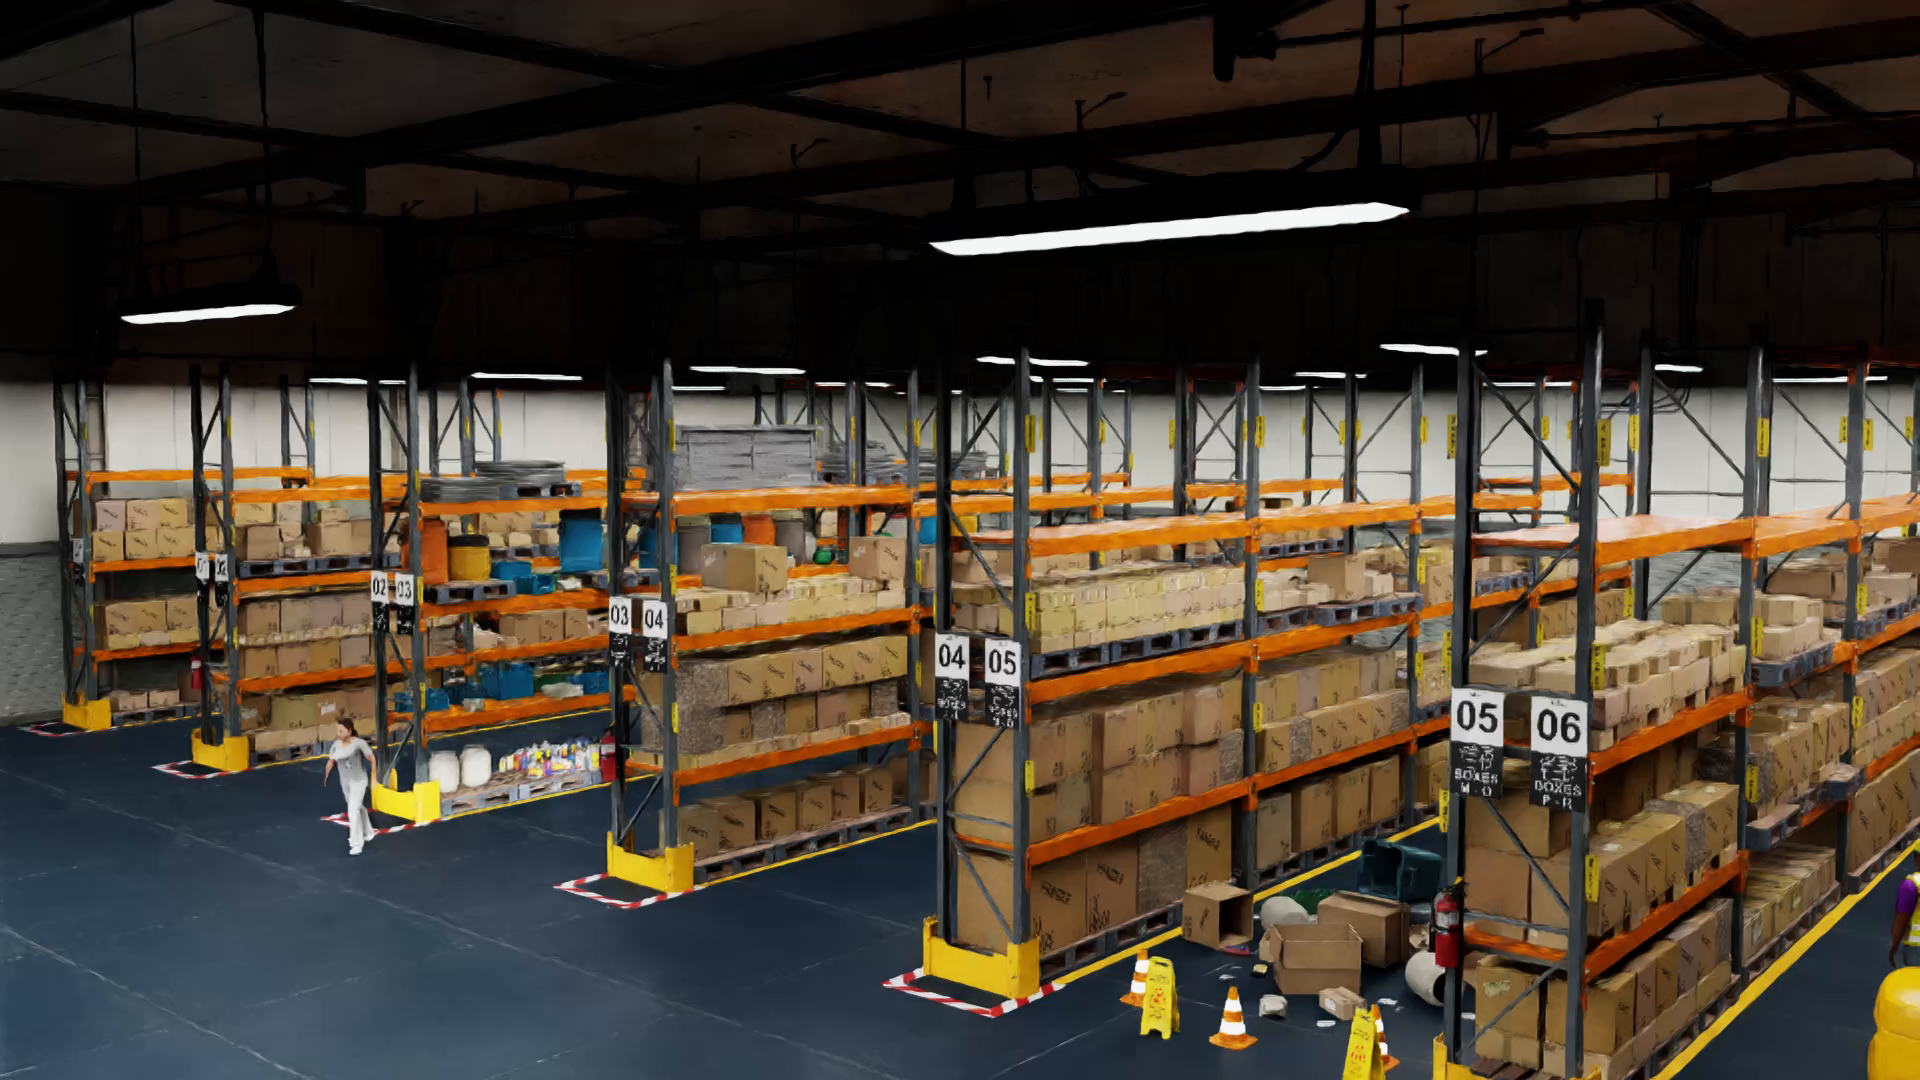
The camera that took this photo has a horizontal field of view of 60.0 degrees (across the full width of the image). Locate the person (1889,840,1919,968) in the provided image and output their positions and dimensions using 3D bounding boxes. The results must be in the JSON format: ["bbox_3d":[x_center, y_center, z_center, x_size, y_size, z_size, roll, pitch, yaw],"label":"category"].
[{"bbox_3d":[7.866,3.287,13.584,0.673,1.763,0.580,-1,4,-19],"label":"person"}]

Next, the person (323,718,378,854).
[{"bbox_3d":[-7.258,2.911,19.981,0.613,1.604,0.811,2,4,22],"label":"person"}]

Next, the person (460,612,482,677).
[{"bbox_3d":[-9.015,2.072,30.652,0.445,1.760,0.566,1,4,10],"label":"person"}]
